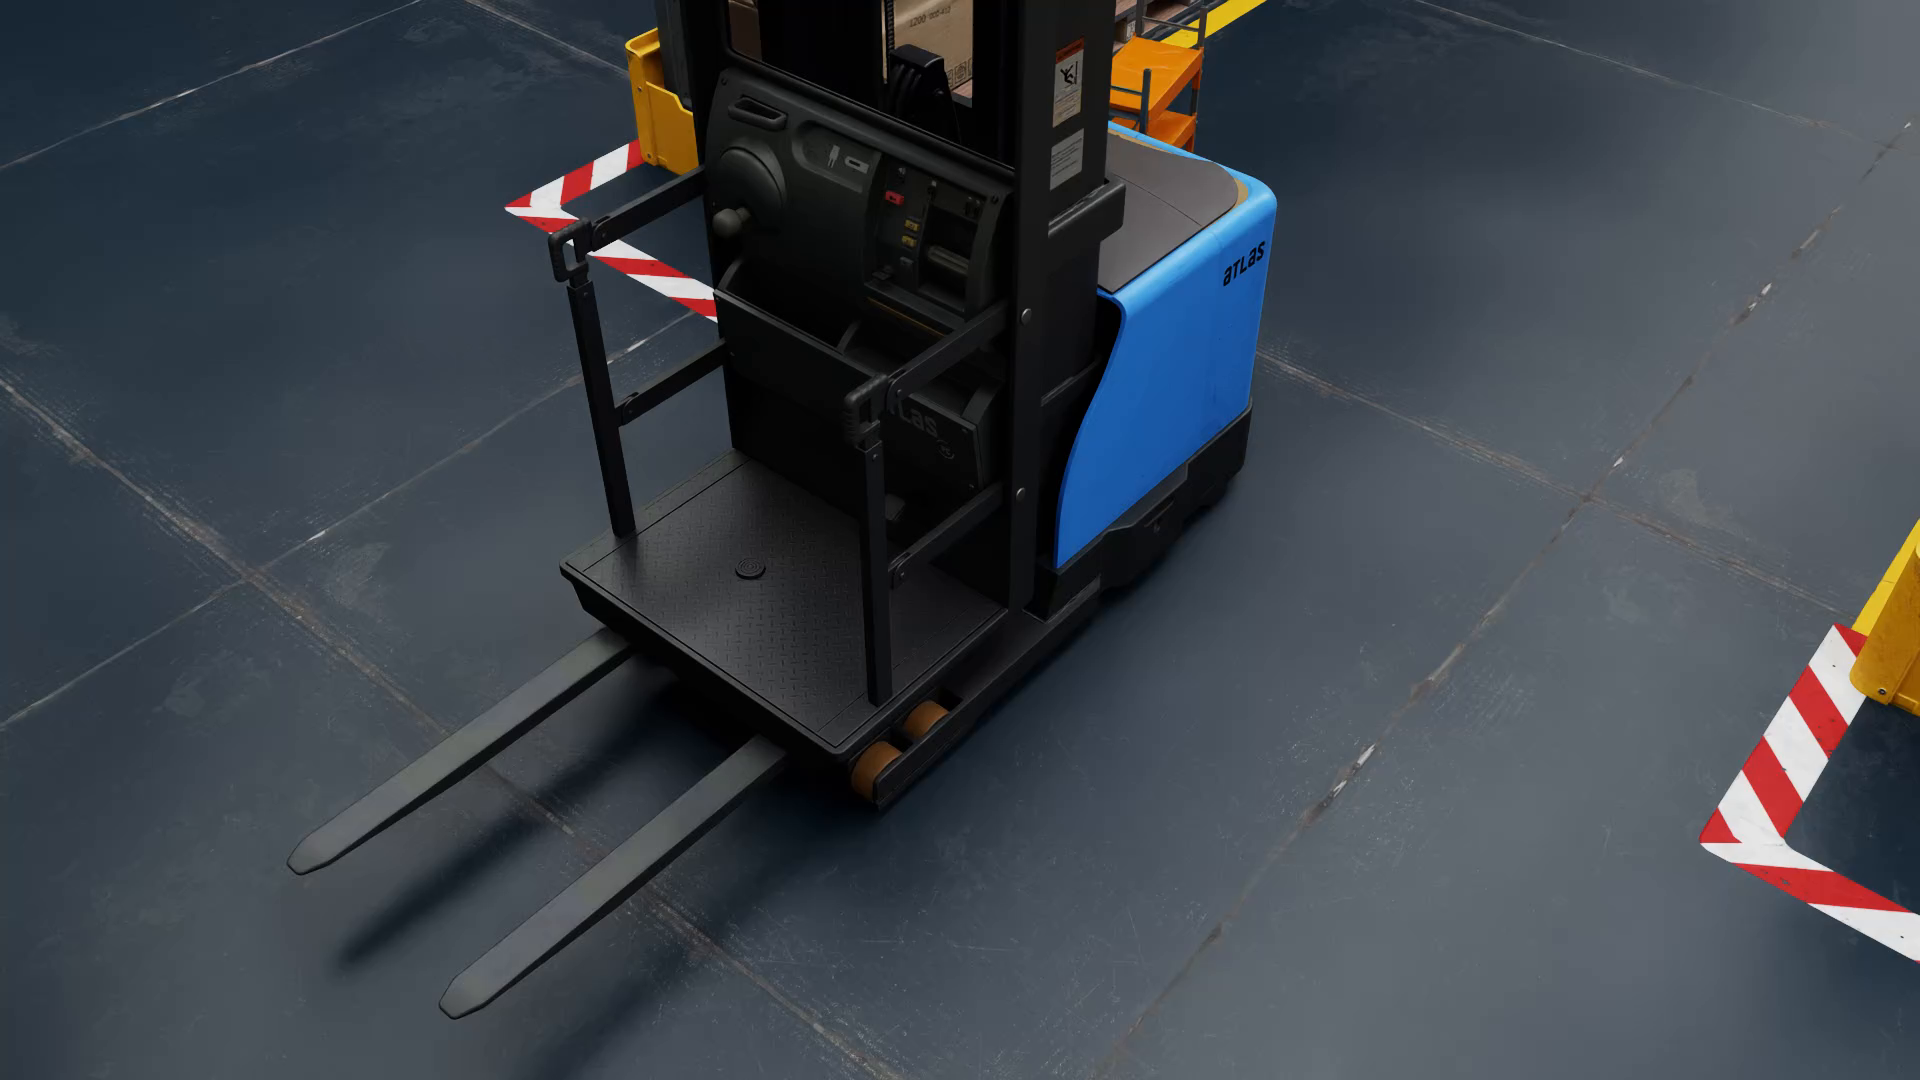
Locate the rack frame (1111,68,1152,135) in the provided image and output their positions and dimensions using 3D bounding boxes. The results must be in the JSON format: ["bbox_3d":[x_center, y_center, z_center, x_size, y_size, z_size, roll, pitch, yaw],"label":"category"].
[{"bbox_3d":[0.470,-1.013,5.472,0.240,1.200,0.015,19,45,19],"label":"rack frame"}]

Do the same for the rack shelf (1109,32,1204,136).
[{"bbox_3d":[0.580,-1.451,5.369,0.258,0.148,0.480,19,45,19],"label":"rack shelf"}]

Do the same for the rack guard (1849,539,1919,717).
[{"bbox_3d":[3.101,0.397,4.442,1.175,0.500,0.348,29,50,28],"label":"rack guard"}]

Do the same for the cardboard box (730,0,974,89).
[{"bbox_3d":[-0.453,-2.171,7.000,0.875,0.438,0.875,28,49,27],"label":"cardboard box"}]

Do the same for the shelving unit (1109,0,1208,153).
[{"bbox_3d":[0.580,-1.160,5.634,0.258,1.200,0.503,19,45,19],"label":"shelving unit"}]

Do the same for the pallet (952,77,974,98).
[{"bbox_3d":[-0.347,-1.994,7.286,1.003,0.211,1.213,29,50,28],"label":"pallet"}]

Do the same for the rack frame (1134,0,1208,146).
[{"bbox_3d":[0.689,-1.307,5.795,0.240,1.200,0.015,19,45,19],"label":"rack frame"}]

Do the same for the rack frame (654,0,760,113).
[{"bbox_3d":[-0.801,-2.580,5.858,1.000,3.000,0.127,29,50,28],"label":"rack frame"}]

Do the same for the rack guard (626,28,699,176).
[{"bbox_3d":[-0.817,-1.643,6.685,1.175,0.500,0.348,29,50,28],"label":"rack guard"}]

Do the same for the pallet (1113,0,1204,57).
[{"bbox_3d":[0.439,-2.619,7.974,1.003,0.211,1.213,29,50,28],"label":"pallet"}]

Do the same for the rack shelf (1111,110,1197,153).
[{"bbox_3d":[0.580,-1.276,5.528,0.258,0.148,0.480,19,45,19],"label":"rack shelf"}]

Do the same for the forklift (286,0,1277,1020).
[{"bbox_3d":[-0.409,-0.762,3.910,1.130,2.935,3.031,30,50,29],"label":"forklift"}]
